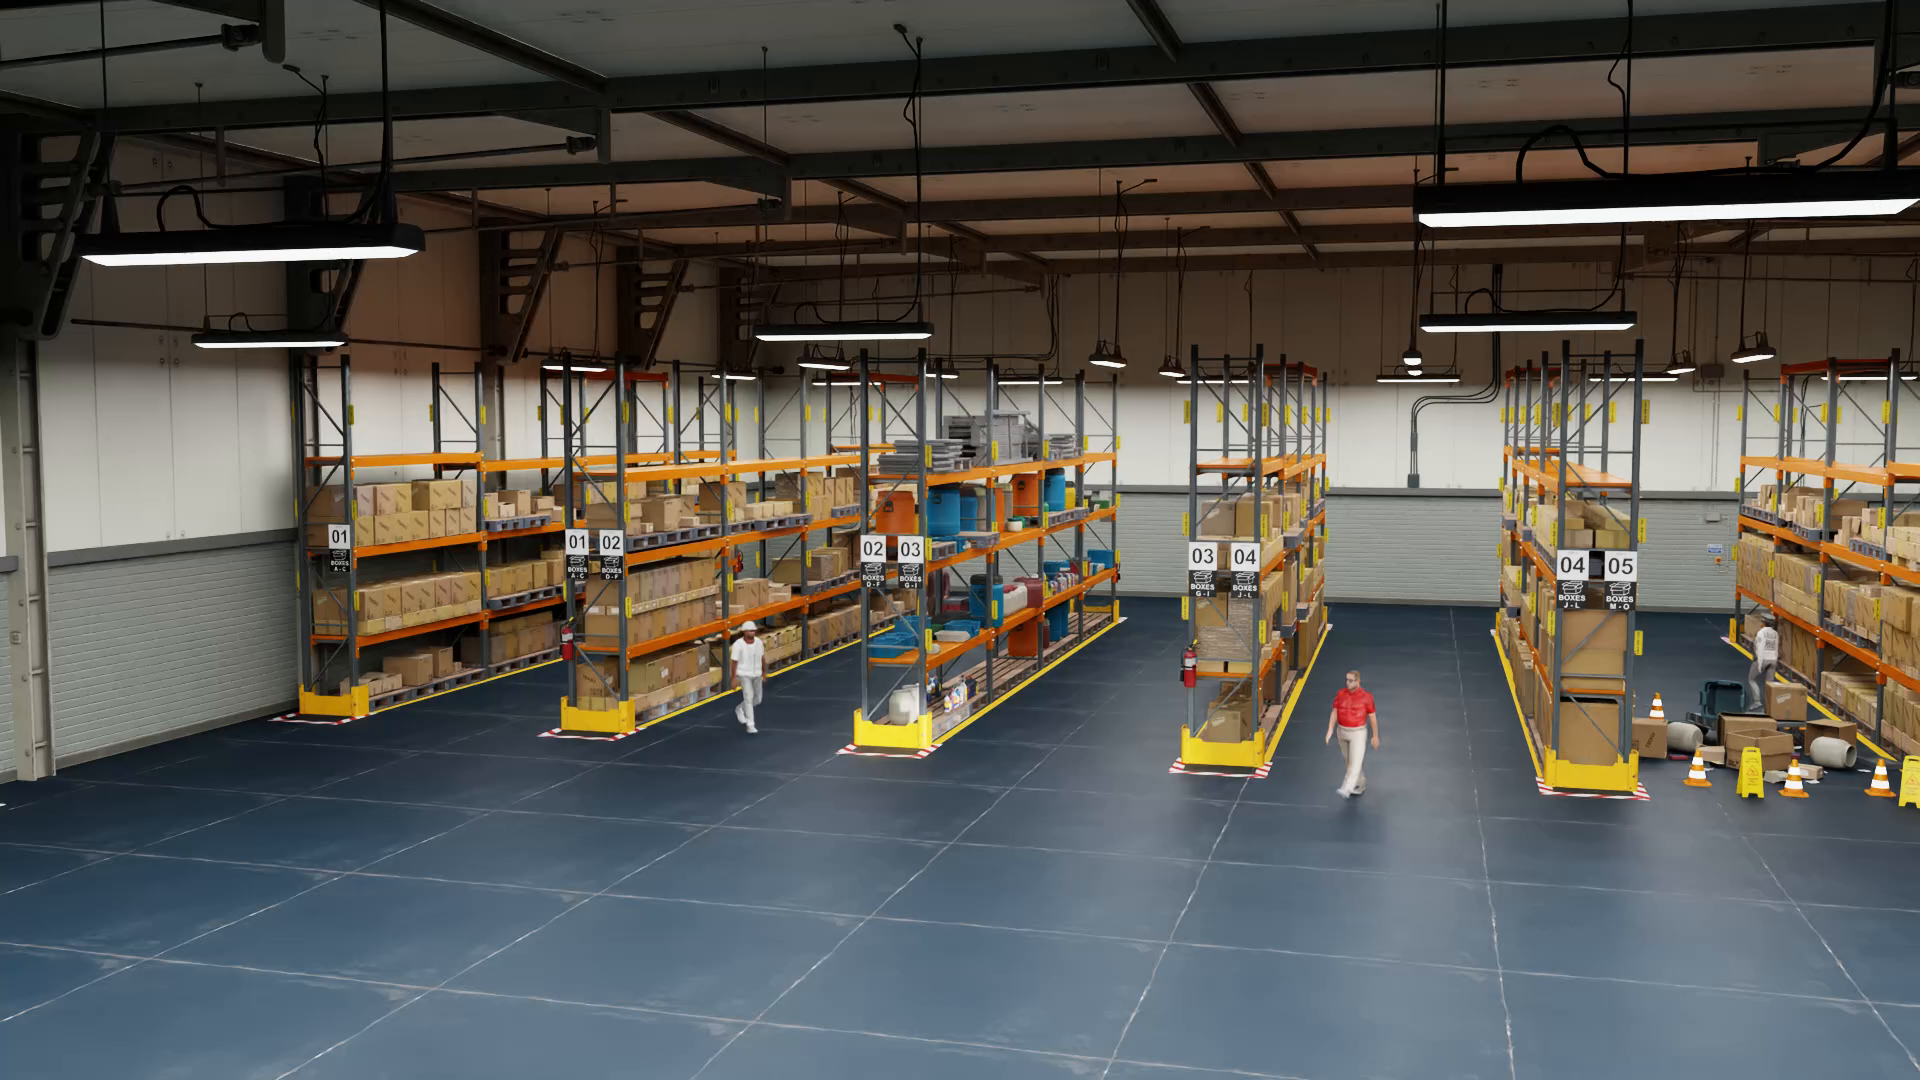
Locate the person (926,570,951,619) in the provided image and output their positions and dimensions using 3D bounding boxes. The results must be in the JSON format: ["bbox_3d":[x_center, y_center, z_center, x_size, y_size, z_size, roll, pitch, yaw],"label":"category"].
[{"bbox_3d":[-0.540,1.296,37.661,0.667,1.703,1.103,1,4,17],"label":"person"}]

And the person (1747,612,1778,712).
[{"bbox_3d":[13.548,2.067,27.905,0.477,1.677,0.515,0,4,-5],"label":"person"}]

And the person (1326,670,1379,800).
[{"bbox_3d":[5.038,2.530,21.598,1.071,1.664,0.585,-4,6,-43],"label":"person"}]

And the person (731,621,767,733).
[{"bbox_3d":[-3.350,2.147,26.381,0.634,1.744,0.853,-3,6,-39],"label":"person"}]
